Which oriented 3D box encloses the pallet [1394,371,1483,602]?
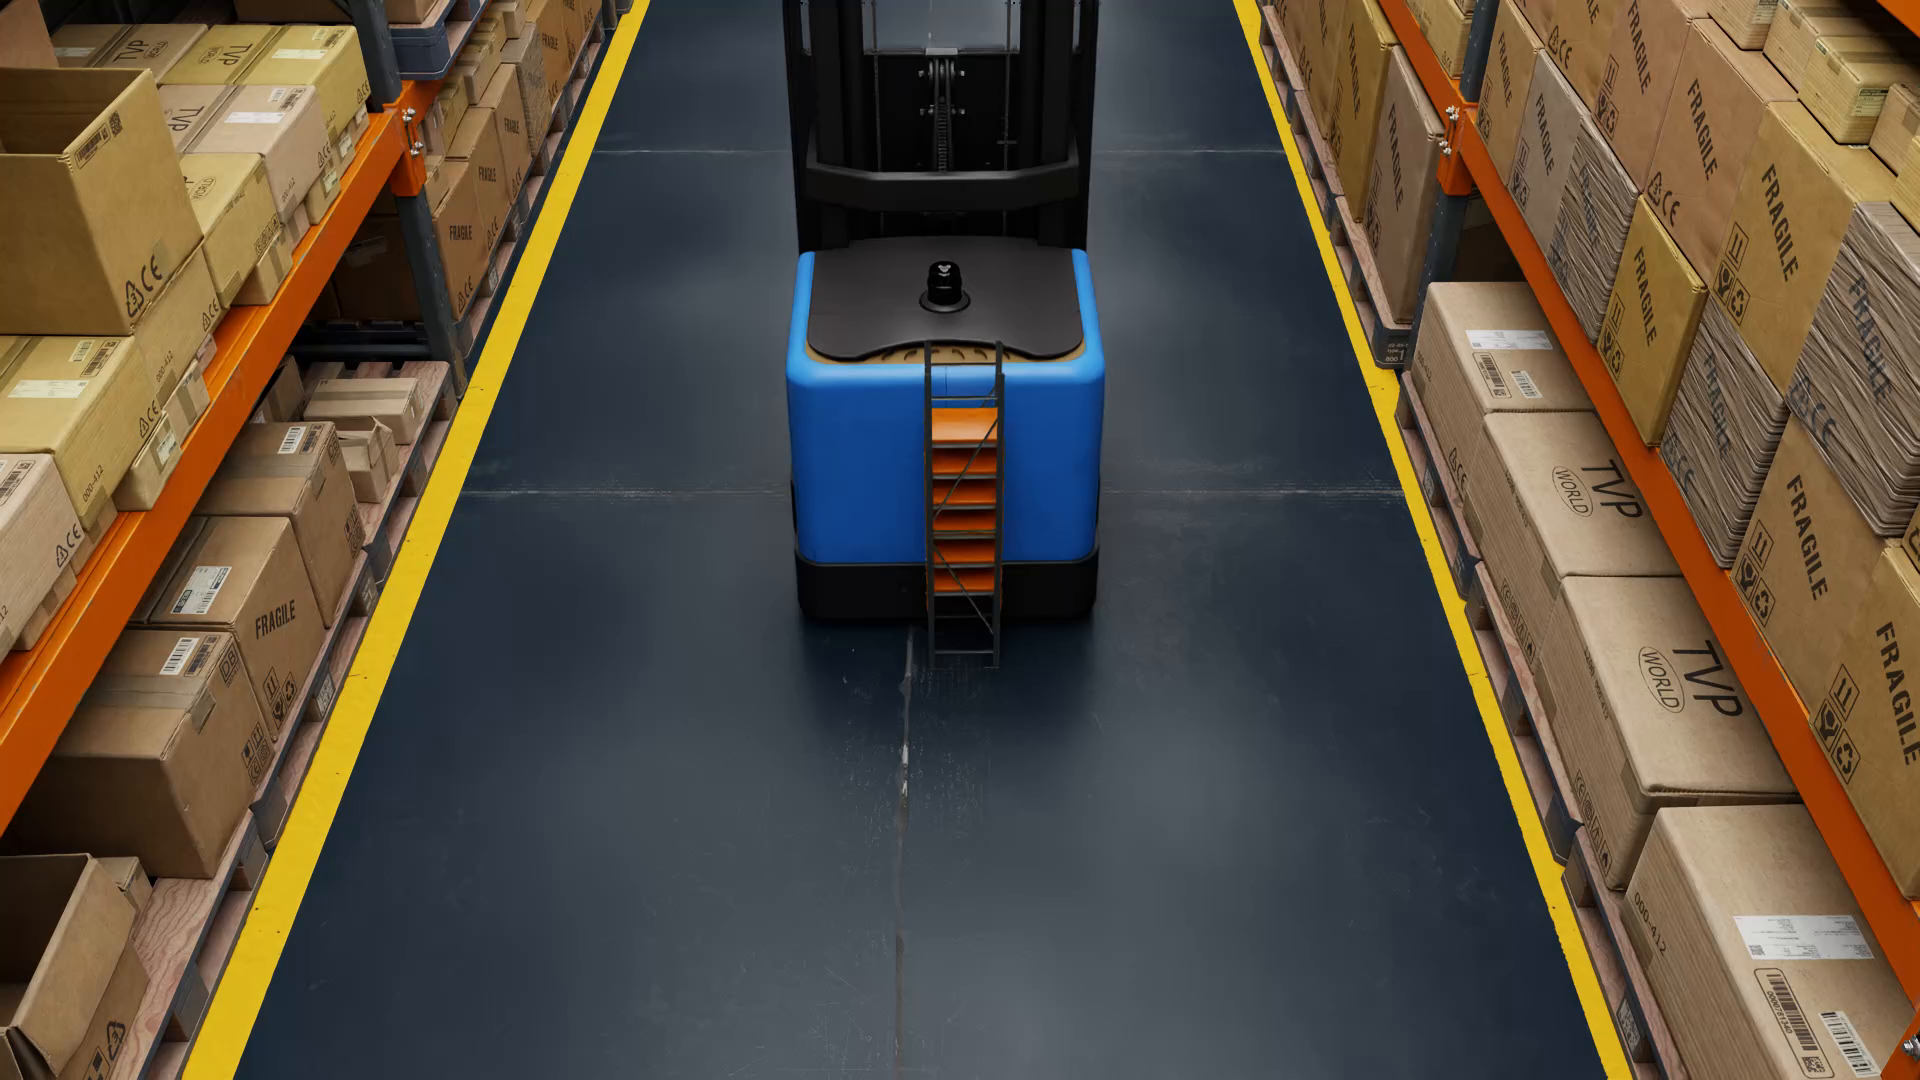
[{"bbox_3d":[2.296,-0.234,6.373,1.003,0.211,1.213,0,39,0],"label":"pallet"}]

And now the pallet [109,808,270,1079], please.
[{"bbox_3d":[-2.588,1.252,4.519,1.003,0.211,1.213,0,39,0],"label":"pallet"}]

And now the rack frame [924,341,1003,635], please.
[{"bbox_3d":[0.010,-0.139,5.464,0.240,1.200,0.006,-1,39,-1],"label":"rack frame"}]

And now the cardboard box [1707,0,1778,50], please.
[{"bbox_3d":[2.097,-1.330,4.113,0.380,0.149,0.250,0,39,0],"label":"cardboard box"}]

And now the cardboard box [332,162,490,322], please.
[{"bbox_3d":[-2.366,-1.283,7.115,0.500,0.500,0.500,2,39,2],"label":"cardboard box"}]

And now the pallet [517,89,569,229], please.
[{"bbox_3d":[-2.634,-1.977,8.548,1.003,0.211,1.213,0,39,0],"label":"pallet"}]

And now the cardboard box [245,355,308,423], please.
[{"bbox_3d":[-2.826,-0.493,6.281,0.500,0.311,0.500,1,39,2],"label":"cardboard box"}]

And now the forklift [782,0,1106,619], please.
[{"bbox_3d":[-0.072,-1.765,6.108,1.130,2.935,3.031,-1,39,-1],"label":"forklift"}]

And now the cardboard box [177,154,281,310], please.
[{"bbox_3d":[-2.343,-0.906,4.864,0.500,0.250,0.500,0,39,0],"label":"cardboard box"}]

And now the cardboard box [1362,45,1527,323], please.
[{"bbox_3d":[2.292,-1.520,7.111,0.875,0.875,0.875,1,39,1],"label":"cardboard box"}]

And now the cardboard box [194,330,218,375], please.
[{"bbox_3d":[-2.354,-0.530,4.713,0.380,0.149,0.250,0,39,0],"label":"cardboard box"}]

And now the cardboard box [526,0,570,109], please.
[{"bbox_3d":[-2.386,-2.577,8.730,0.500,0.500,0.500,2,39,2],"label":"cardboard box"}]

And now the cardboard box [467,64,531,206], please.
[{"bbox_3d":[-2.373,-1.928,7.920,0.500,0.500,0.500,-1,39,-1],"label":"cardboard box"}]

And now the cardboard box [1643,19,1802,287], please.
[{"bbox_3d":[2.113,-0.977,4.191,0.500,0.500,0.500,0,39,0],"label":"cardboard box"}]

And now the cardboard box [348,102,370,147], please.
[{"bbox_3d":[-2.338,-1.495,5.917,0.380,0.149,0.250,0,39,1],"label":"cardboard box"}]

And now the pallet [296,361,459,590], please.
[{"bbox_3d":[-2.591,-0.274,6.423,1.003,0.211,1.213,0,39,0],"label":"pallet"}]

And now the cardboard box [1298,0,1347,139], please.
[{"bbox_3d":[2.283,-2.644,8.514,0.875,0.875,0.875,0,39,1],"label":"cardboard box"}]

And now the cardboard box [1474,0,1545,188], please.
[{"bbox_3d":[2.112,-1.543,5.697,0.500,0.500,0.500,1,39,1],"label":"cardboard box"}]

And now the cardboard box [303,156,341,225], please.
[{"bbox_3d":[-2.291,-1.169,5.511,0.380,0.149,0.250,1,39,1],"label":"cardboard box"}]

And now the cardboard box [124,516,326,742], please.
[{"bbox_3d":[-2.355,0.273,5.173,0.500,0.500,0.500,1,39,1],"label":"cardboard box"}]

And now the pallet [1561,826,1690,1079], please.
[{"bbox_3d":[2.299,1.292,4.469,1.003,0.211,1.213,0,39,0],"label":"pallet"}]

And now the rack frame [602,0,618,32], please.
[{"bbox_3d":[-2.595,-4.293,9.209,1.000,3.000,0.127,0,39,0],"label":"rack frame"}]

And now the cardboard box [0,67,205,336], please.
[{"bbox_3d":[-2.319,-0.863,4.210,0.500,0.500,0.500,1,39,1],"label":"cardboard box"}]

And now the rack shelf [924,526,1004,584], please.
[{"bbox_3d":[0.012,0.047,5.495,0.258,0.103,0.180,-1,39,-1],"label":"rack shelf"}]

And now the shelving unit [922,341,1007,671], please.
[{"bbox_3d":[0.012,-0.082,5.393,0.258,1.200,0.189,-1,39,-1],"label":"shelving unit"}]

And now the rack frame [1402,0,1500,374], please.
[{"bbox_3d":[2.373,-1.798,6.095,1.000,3.000,0.127,0,39,0],"label":"rack frame"}]

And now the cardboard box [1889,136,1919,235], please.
[{"bbox_3d":[2.109,-0.681,3.302,0.380,0.149,0.250,1,39,1],"label":"cardboard box"}]

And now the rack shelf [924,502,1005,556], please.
[{"bbox_3d":[0.012,-0.047,5.420,0.258,0.103,0.180,-1,39,-1],"label":"rack shelf"}]

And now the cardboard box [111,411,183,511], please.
[{"bbox_3d":[-2.264,-0.204,4.307,0.380,0.149,0.250,-1,39,-1],"label":"cardboard box"}]

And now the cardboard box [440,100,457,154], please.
[{"bbox_3d":[-2.414,-1.792,7.231,0.380,0.149,0.250,-2,39,-2],"label":"cardboard box"}]

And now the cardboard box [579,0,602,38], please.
[{"bbox_3d":[-2.380,-3.217,9.529,0.500,0.500,0.500,1,39,1],"label":"cardboard box"}]

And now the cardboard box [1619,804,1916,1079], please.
[{"bbox_3d":[2.277,1.127,4.158,0.875,0.438,0.875,-1,39,-2],"label":"cardboard box"}]

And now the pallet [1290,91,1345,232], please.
[{"bbox_3d":[2.293,-1.957,8.523,1.003,0.211,1.213,0,39,0],"label":"pallet"}]

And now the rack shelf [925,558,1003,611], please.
[{"bbox_3d":[0.012,0.140,5.570,0.258,0.103,0.180,-1,39,-1],"label":"rack shelf"}]

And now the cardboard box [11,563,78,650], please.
[{"bbox_3d":[-2.333,0.120,3.902,0.380,0.149,0.250,1,39,1],"label":"cardboard box"}]

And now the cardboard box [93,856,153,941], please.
[{"bbox_3d":[-2.454,1.010,4.535,0.380,0.149,0.250,-1,39,-2],"label":"cardboard box"}]

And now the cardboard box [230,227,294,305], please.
[{"bbox_3d":[-2.290,-0.845,5.107,0.380,0.149,0.250,-1,39,-1],"label":"cardboard box"}]

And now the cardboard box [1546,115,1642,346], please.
[{"bbox_3d":[2.102,-0.917,4.916,0.500,0.500,0.500,0,39,0],"label":"cardboard box"}]

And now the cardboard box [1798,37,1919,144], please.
[{"bbox_3d":[2.121,-1.001,3.702,0.380,0.149,0.250,1,39,1],"label":"cardboard box"}]

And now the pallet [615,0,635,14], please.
[{"bbox_3d":[-2.557,-3.720,10.723,1.003,0.211,1.213,0,39,0],"label":"pallet"}]

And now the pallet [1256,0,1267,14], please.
[{"bbox_3d":[2.369,-3.700,10.698,1.003,0.211,1.213,0,39,0],"label":"pallet"}]

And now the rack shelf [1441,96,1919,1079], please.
[{"bbox_3d":[2.375,-0.266,4.759,1.077,0.370,4.000,0,39,0],"label":"rack shelf"}]

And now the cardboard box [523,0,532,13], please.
[{"bbox_3d":[-2.398,-2.770,8.452,0.380,0.149,0.250,-1,39,-1],"label":"cardboard box"}]

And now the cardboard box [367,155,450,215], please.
[{"bbox_3d":[-2.325,-1.458,6.815,0.380,0.149,0.250,2,39,2],"label":"cardboard box"}]

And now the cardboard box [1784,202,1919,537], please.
[{"bbox_3d":[2.109,-0.354,3.413,0.500,0.500,0.500,0,39,0],"label":"cardboard box"}]

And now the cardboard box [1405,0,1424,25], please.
[{"bbox_3d":[2.121,-2.338,6.889,0.500,0.250,0.500,-1,39,-1],"label":"cardboard box"}]

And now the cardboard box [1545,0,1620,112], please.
[{"bbox_3d":[2.126,-1.613,4.985,0.500,0.500,0.500,-1,39,-1],"label":"cardboard box"}]

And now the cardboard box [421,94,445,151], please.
[{"bbox_3d":[-2.373,-1.736,6.925,0.380,0.149,0.250,-2,39,-2],"label":"cardboard box"}]

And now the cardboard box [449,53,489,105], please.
[{"bbox_3d":[-2.391,-2.119,7.640,0.380,0.149,0.250,0,39,0],"label":"cardboard box"}]

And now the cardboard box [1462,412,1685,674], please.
[{"bbox_3d":[2.268,-0.009,5.576,0.875,0.438,0.875,-1,39,-1],"label":"cardboard box"}]

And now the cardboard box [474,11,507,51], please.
[{"bbox_3d":[-2.419,-2.443,8.044,0.380,0.149,0.250,0,39,0],"label":"cardboard box"}]

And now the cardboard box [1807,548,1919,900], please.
[{"bbox_3d":[2.112,0.363,3.318,0.500,0.500,0.500,0,39,0],"label":"cardboard box"}]

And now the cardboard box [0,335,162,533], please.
[{"bbox_3d":[-2.322,-0.264,4.063,0.500,0.250,0.500,-1,39,-1],"label":"cardboard box"}]

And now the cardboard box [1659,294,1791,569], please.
[{"bbox_3d":[2.117,-0.272,4.111,0.500,0.500,0.500,1,39,1],"label":"cardboard box"}]

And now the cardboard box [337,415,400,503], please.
[{"bbox_3d":[-2.296,-0.317,6.098,0.396,0.266,0.258,1,39,2],"label":"cardboard box"}]

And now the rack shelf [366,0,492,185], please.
[{"bbox_3d":[-2.593,-2.762,7.873,1.077,0.370,4.000,0,39,0],"label":"rack shelf"}]

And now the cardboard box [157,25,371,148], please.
[{"bbox_3d":[-2.346,-1.531,5.644,0.500,0.250,0.500,1,39,1],"label":"cardboard box"}]
